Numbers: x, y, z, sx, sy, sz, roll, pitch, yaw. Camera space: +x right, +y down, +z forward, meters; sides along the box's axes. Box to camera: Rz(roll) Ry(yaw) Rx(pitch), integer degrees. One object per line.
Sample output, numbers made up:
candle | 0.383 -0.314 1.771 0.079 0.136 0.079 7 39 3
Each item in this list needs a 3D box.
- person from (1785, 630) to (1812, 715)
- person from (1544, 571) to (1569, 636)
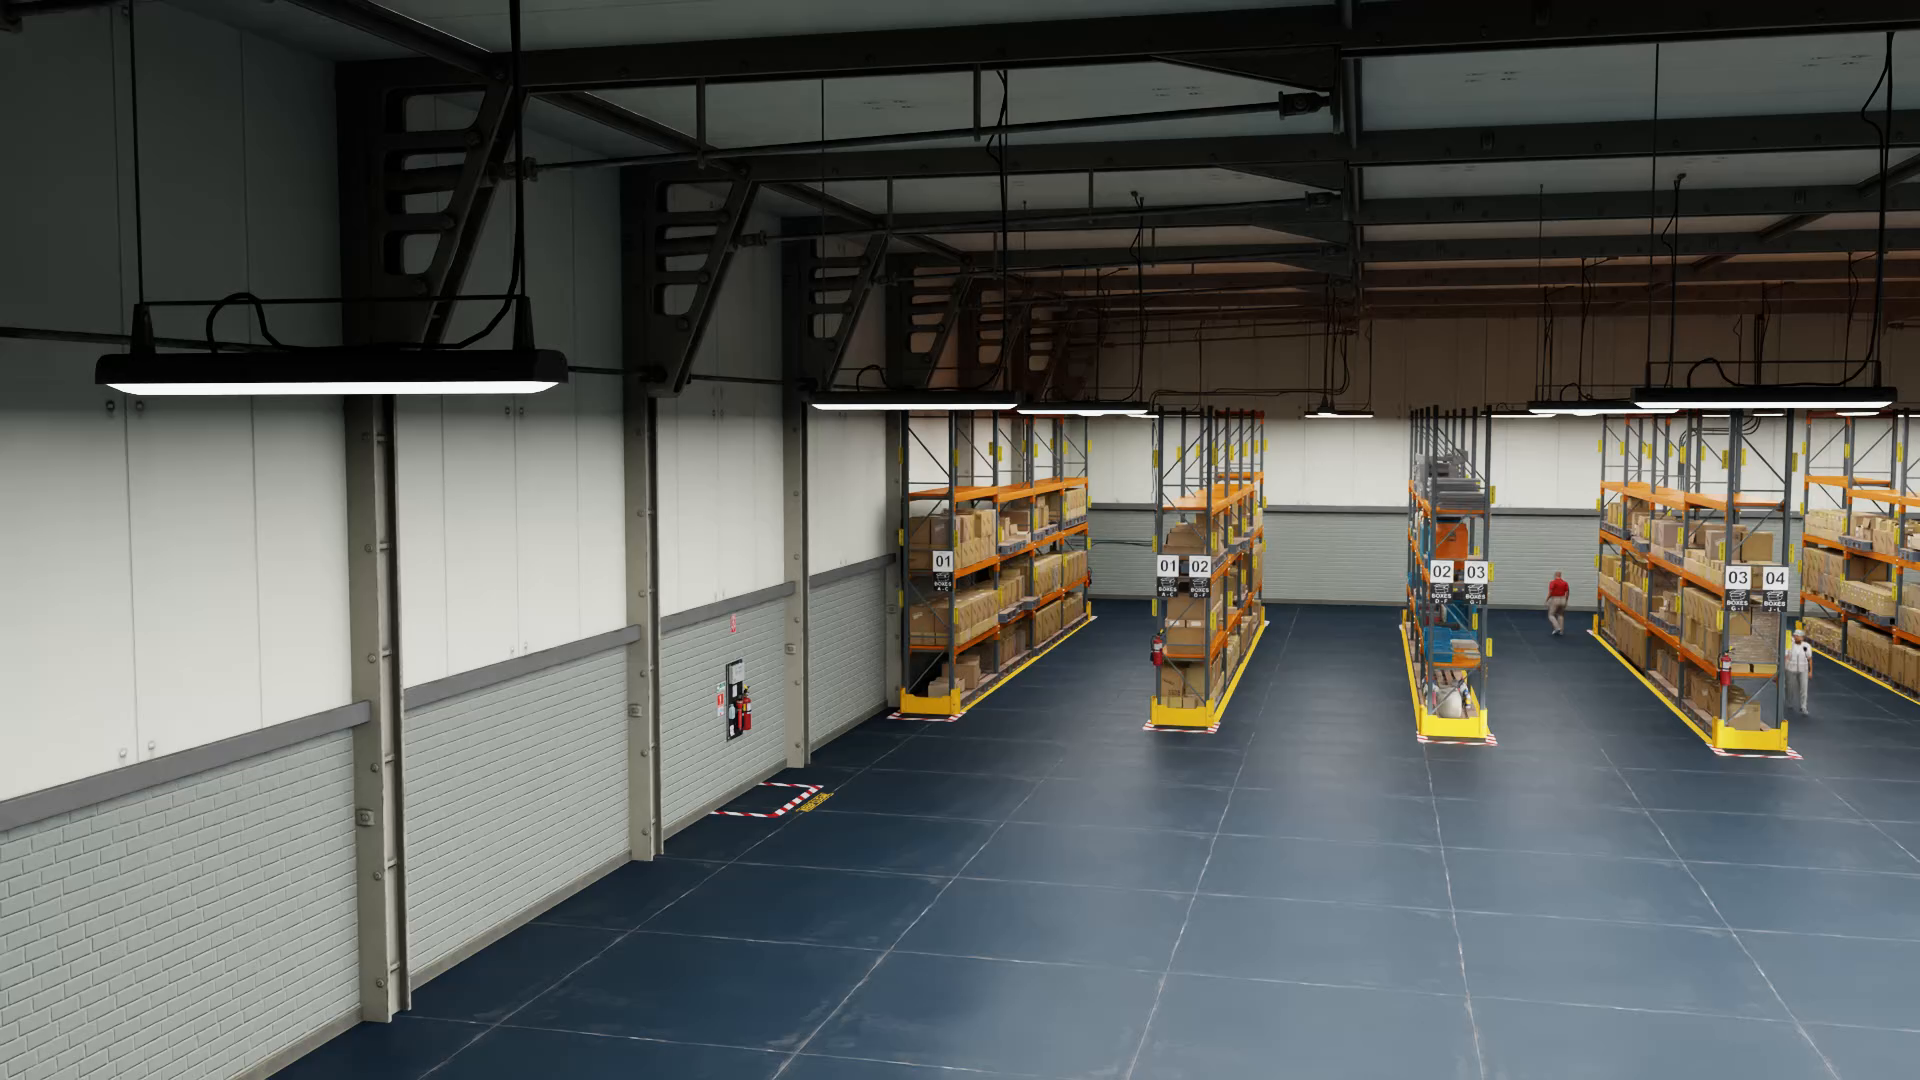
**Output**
person | 16.415 2.561 32.611 0.586 1.612 1.007 1 4 19
person | 16.010 1.697 44.428 0.610 1.708 0.609 -1 4 -10
